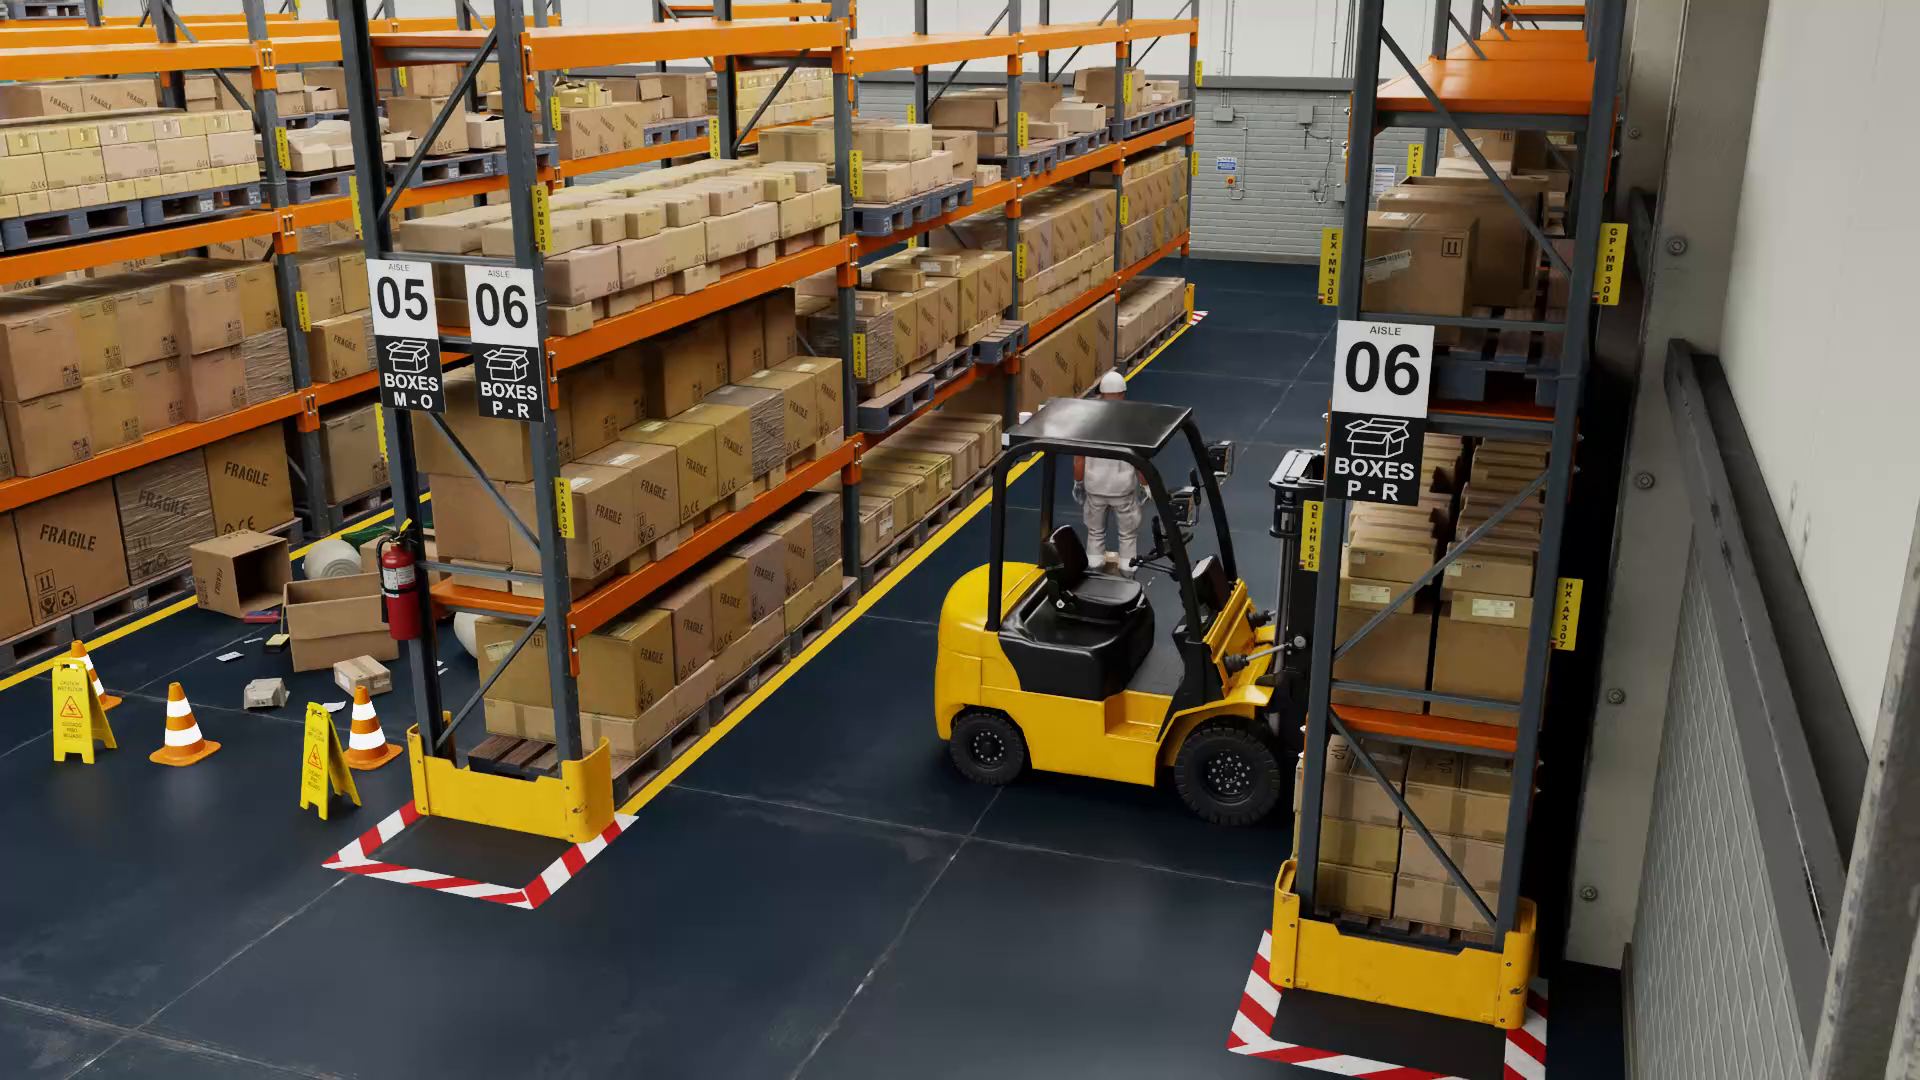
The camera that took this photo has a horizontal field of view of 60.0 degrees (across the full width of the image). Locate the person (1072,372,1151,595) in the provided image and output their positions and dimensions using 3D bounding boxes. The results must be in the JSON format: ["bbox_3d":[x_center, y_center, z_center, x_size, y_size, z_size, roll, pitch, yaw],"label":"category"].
[{"bbox_3d":[1.164,-0.402,12.742,0.610,1.777,0.452,5,19,15],"label":"person"}]
